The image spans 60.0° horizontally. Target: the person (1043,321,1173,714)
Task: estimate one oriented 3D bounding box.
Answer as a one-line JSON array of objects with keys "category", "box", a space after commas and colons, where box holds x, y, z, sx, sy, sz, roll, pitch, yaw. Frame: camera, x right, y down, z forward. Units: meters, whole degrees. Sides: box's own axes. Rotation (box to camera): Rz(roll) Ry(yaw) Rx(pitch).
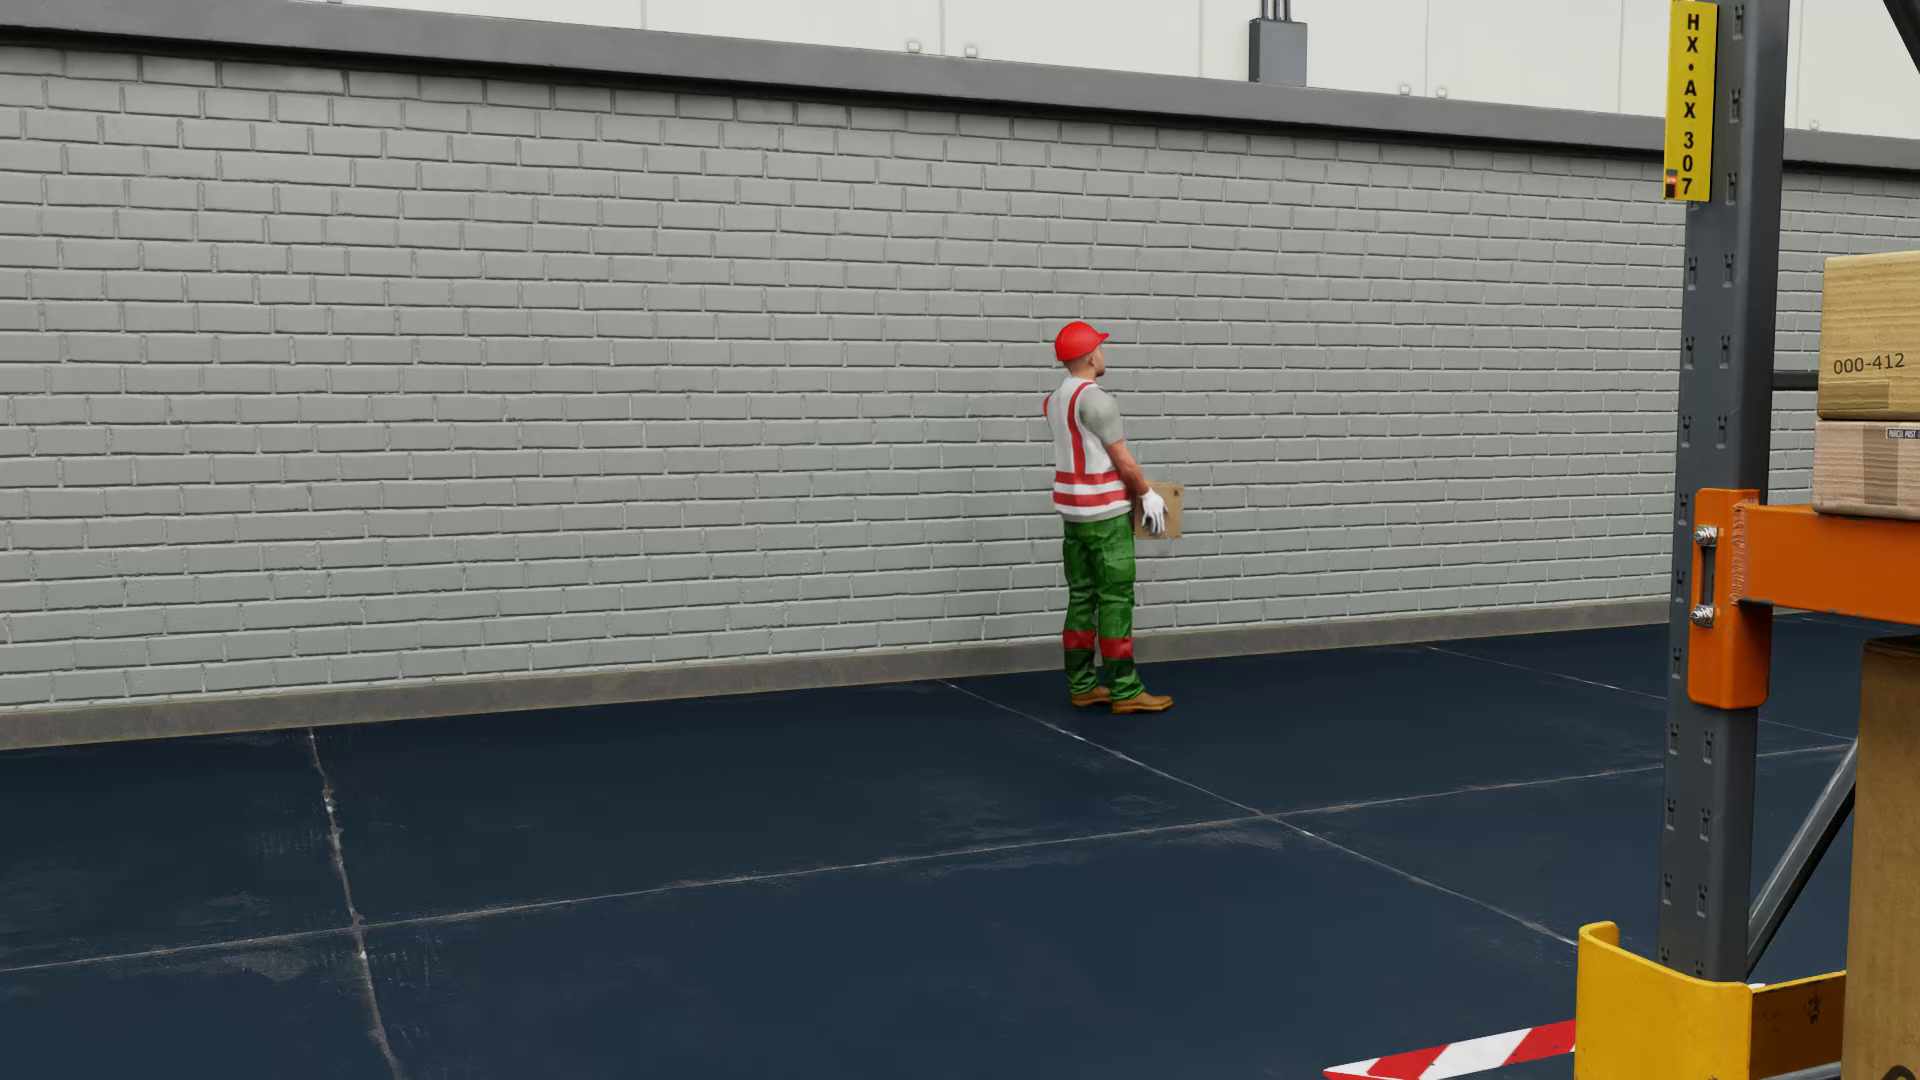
[{"category": "person", "box": [0.674, -0.114, 7.737, 0.511, 1.793, 0.529, -2, 6, -24]}]
